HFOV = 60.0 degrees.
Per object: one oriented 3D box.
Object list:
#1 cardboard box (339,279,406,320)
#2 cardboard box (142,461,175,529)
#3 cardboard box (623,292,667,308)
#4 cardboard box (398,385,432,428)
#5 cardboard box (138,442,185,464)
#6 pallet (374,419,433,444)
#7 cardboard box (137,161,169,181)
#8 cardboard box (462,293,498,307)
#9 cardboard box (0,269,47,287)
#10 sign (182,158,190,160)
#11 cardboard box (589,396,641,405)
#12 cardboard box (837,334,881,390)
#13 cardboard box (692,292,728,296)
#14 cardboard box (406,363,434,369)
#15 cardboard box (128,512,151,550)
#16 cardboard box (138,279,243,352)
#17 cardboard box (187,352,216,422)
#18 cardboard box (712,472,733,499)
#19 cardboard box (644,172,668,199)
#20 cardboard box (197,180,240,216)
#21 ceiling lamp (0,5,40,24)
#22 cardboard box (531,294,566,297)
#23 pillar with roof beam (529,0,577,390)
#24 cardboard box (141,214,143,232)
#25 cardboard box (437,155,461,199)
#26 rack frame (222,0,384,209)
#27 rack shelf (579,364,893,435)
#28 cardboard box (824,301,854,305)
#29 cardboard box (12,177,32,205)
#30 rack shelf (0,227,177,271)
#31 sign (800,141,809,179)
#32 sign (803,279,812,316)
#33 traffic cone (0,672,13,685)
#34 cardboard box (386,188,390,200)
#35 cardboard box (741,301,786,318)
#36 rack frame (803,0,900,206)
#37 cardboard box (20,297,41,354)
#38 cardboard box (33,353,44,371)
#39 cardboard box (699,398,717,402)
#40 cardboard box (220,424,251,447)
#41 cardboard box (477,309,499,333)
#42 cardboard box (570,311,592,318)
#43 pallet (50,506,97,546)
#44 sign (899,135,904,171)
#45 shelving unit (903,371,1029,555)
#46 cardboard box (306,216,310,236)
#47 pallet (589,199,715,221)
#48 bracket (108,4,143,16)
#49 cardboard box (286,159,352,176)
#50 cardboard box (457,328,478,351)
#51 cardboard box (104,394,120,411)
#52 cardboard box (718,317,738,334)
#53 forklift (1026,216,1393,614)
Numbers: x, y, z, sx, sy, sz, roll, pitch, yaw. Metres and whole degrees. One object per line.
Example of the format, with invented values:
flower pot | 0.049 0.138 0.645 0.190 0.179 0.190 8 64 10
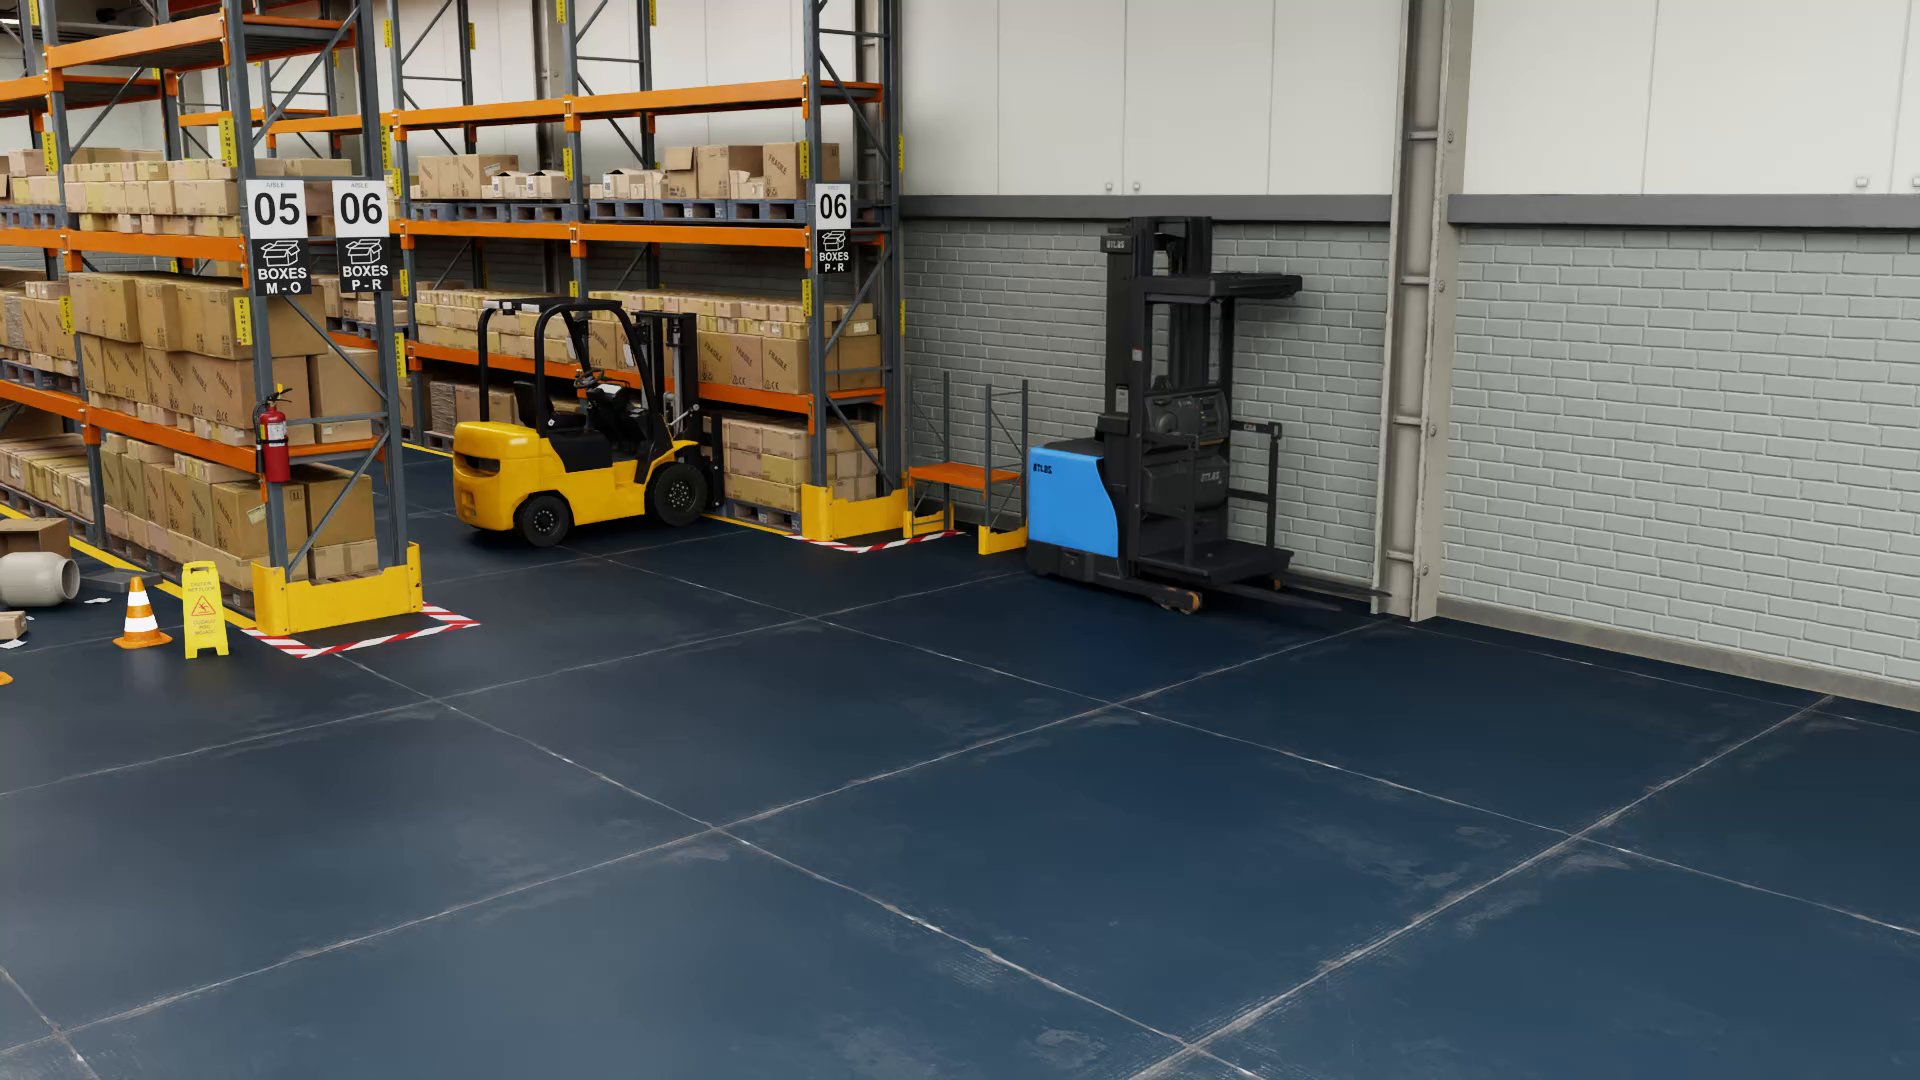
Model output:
cardboard box | -7.750 -3.197 22.038 0.637 0.503 0.797 11 16 44
cardboard box | -6.367 -0.403 13.686 0.500 0.500 0.500 -10 15 -40
cardboard box | -3.293 -2.508 17.396 0.380 0.149 0.250 -11 16 -44
cardboard box | -6.937 -1.742 21.424 0.500 0.500 0.500 -10 15 -41
cardboard box | -6.515 -0.732 13.679 0.380 0.149 0.250 -10 15 -39
pallet | -6.977 -1.477 21.896 1.003 0.211 1.213 -11 16 -43
cardboard box | -6.082 -2.833 12.779 0.380 0.149 0.250 -10 16 -41
cardboard box | -5.716 -2.866 19.872 0.380 0.149 0.250 -11 16 -42
cardboard box | -10.240 -2.681 18.104 0.500 0.500 0.500 11 16 43
sign | -6.927 -3.252 14.884 0.100 0.325 0.005 -11 16 -43
cardboard box | -3.620 -1.379 17.806 0.500 0.250 0.500 -11 16 -43
cardboard box | -1.106 -1.721 15.922 0.500 0.500 0.500 -10 15 -41
cardboard box | -2.569 -2.505 17.383 0.380 0.149 0.250 -11 16 -43
cardboard box | -7.354 -2.299 22.520 0.380 0.149 0.250 -11 16 -44
cardboard box | -6.725 -0.111 14.130 0.500 0.250 0.500 -10 15 -39
cardboard box | -5.833 -1.732 12.761 0.700 0.500 0.500 -11 16 -43
cardboard box | -5.468 -1.178 12.549 0.500 0.500 0.500 -11 16 -42
cardboard box | -2.193 -0.593 16.466 0.500 0.250 0.500 -11 16 -42
cardboard box | -2.922 -3.544 16.628 0.258 0.266 0.396 11 16 44
cardboard box | -5.100 -2.447 11.896 0.500 0.250 0.500 -11 16 -43
ceiling lamp | -15.549 -9.760 25.857 2.000 3.185 0.800 -11 16 -43
cardboard box | -4.834 -2.822 19.656 0.380 0.149 0.250 -11 16 -42
pillar with roof beam | -8.051 -5.002 17.229 9.100 9.000 0.400 -11 16 -43
cardboard box | -6.210 -2.493 13.108 0.380 0.149 0.250 -11 16 -42
cardboard box | -5.744 -4.302 19.727 0.700 0.500 0.500 -11 16 -44
rack frame | -4.552 -3.807 11.428 1.000 3.000 0.127 -11 16 -43
rack shelf | -2.346 -1.500 16.882 1.077 0.370 4.000 -11 16 -43
cardboard box | -1.180 -2.200 15.900 0.380 0.149 0.250 -10 15 -41
cardboard box | -8.520 -3.268 15.576 0.500 0.250 0.500 -11 16 -42
rack shelf | -8.695 -2.861 16.053 1.077 0.370 4.000 -11 16 -43
sign | -1.367 -3.351 14.652 0.100 0.325 0.005 -11 16 -43
sign | -1.367 -2.170 14.895 0.100 0.325 0.005 -11 16 -43
traffic cone | -6.350 0.695 10.729 0.336 0.463 0.334 -11 16 -43
cardboard box | -7.073 -4.378 21.017 0.250 0.149 0.380 11 16 44
cardboard box | -1.876 -2.209 15.946 0.380 0.149 0.250 -11 16 -42
rack frame | -0.965 -4.499 14.788 1.000 3.000 0.127 -11 16 -43
cardboard box | -8.495 -2.037 15.676 0.500 0.500 0.500 -10 15 -41
cardboard box | -8.421 -1.682 15.562 0.380 0.149 0.250 -11 16 -42
cardboard box | -2.886 -1.377 17.794 0.500 0.250 0.500 -11 16 -43
cardboard box | -5.220 -0.792 12.283 0.380 0.149 0.250 -11 16 -43
cardboard box | -5.295 -2.578 19.462 0.500 0.250 0.500 -11 16 -42
cardboard box | -4.123 -2.530 18.243 0.380 0.149 0.250 -10 15 -41
pallet | -7.853 -0.200 15.698 1.003 0.211 1.213 -11 16 -43
sign | -0.559 -3.573 15.365 0.100 0.325 0.005 -11 16 -43
shelving unit | 0.053 -0.723 15.045 0.587 1.500 1.083 -11 16 -43
cardboard box | -4.792 -2.334 12.336 0.250 0.149 0.380 11 16 43
pallet | -3.119 -3.450 17.346 1.003 0.211 1.213 -11 16 -43
bracket | -15.697 -9.535 30.311 0.076 0.066 5.218 -11 16 -43
cardboard box | -4.650 -2.686 12.065 0.380 0.149 0.250 -11 16 -43
cardboard box | -5.655 -2.408 19.876 0.500 0.250 0.500 11 16 43
cardboard box | -7.117 -1.209 14.308 0.380 0.149 0.250 -10 15 -41
cardboard box | -2.121 -2.089 16.100 0.250 0.149 0.380 11 16 43
forklift | 1.910 -0.994 12.810 1.130 2.935 3.031 -10 15 -41
